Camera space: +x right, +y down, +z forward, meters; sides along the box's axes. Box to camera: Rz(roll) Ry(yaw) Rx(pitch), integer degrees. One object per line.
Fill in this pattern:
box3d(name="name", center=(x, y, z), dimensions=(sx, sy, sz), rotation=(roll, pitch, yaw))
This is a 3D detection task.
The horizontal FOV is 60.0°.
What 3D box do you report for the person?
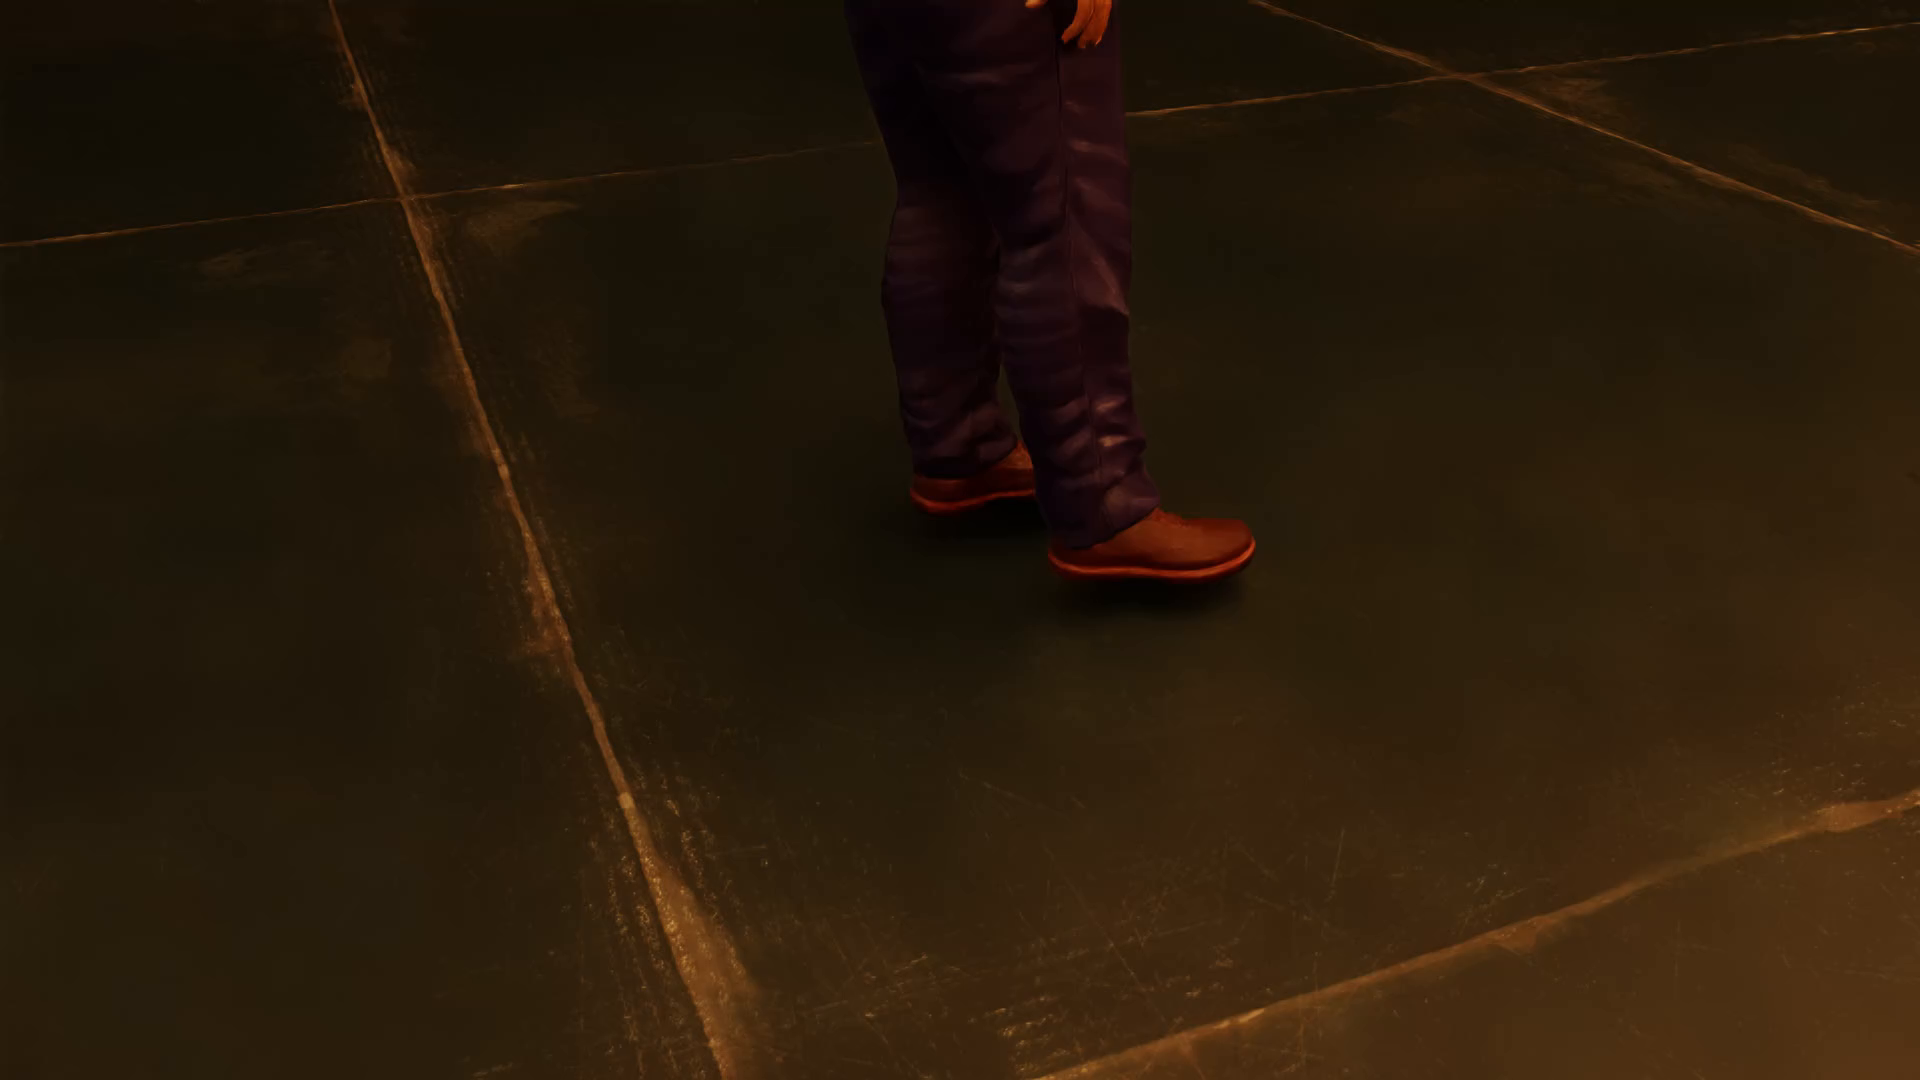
box3d(name="person", center=(0.091, -0.763, 2.080), dimensions=(0.503, 1.650, 0.599), rotation=(-11, 32, -19))
